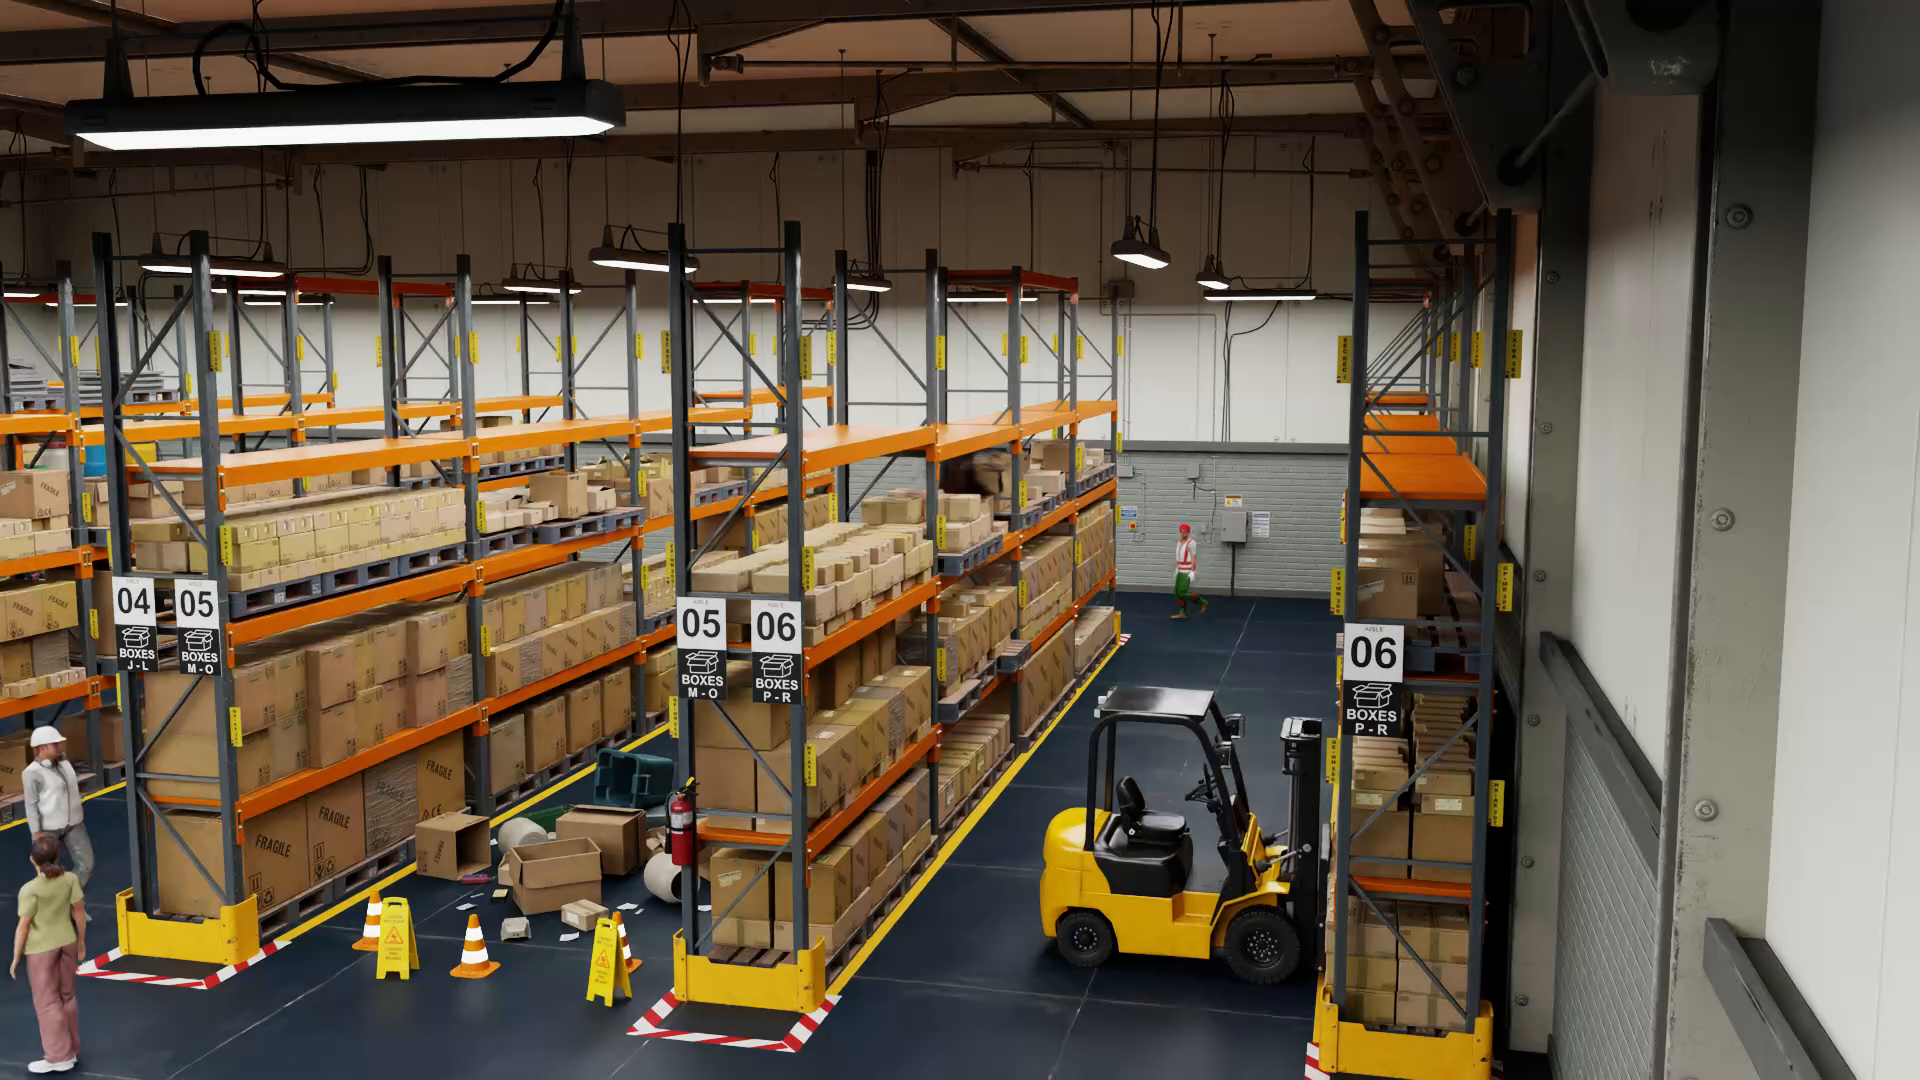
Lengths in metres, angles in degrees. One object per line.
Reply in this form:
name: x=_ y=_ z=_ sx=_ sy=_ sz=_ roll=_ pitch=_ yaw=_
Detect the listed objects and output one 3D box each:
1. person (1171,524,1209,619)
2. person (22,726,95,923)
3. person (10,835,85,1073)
person: x=4.203 y=0.577 z=30.378 sx=0.658 sy=1.757 sz=0.534 roll=0 pitch=7 yaw=-2
person: x=-7.944 y=2.533 z=14.601 sx=0.437 sy=1.817 sz=0.544 roll=4 pitch=8 yaw=30
person: x=-6.418 y=2.921 z=11.728 sx=0.348 sy=1.692 sz=0.495 roll=3 pitch=8 yaw=24
